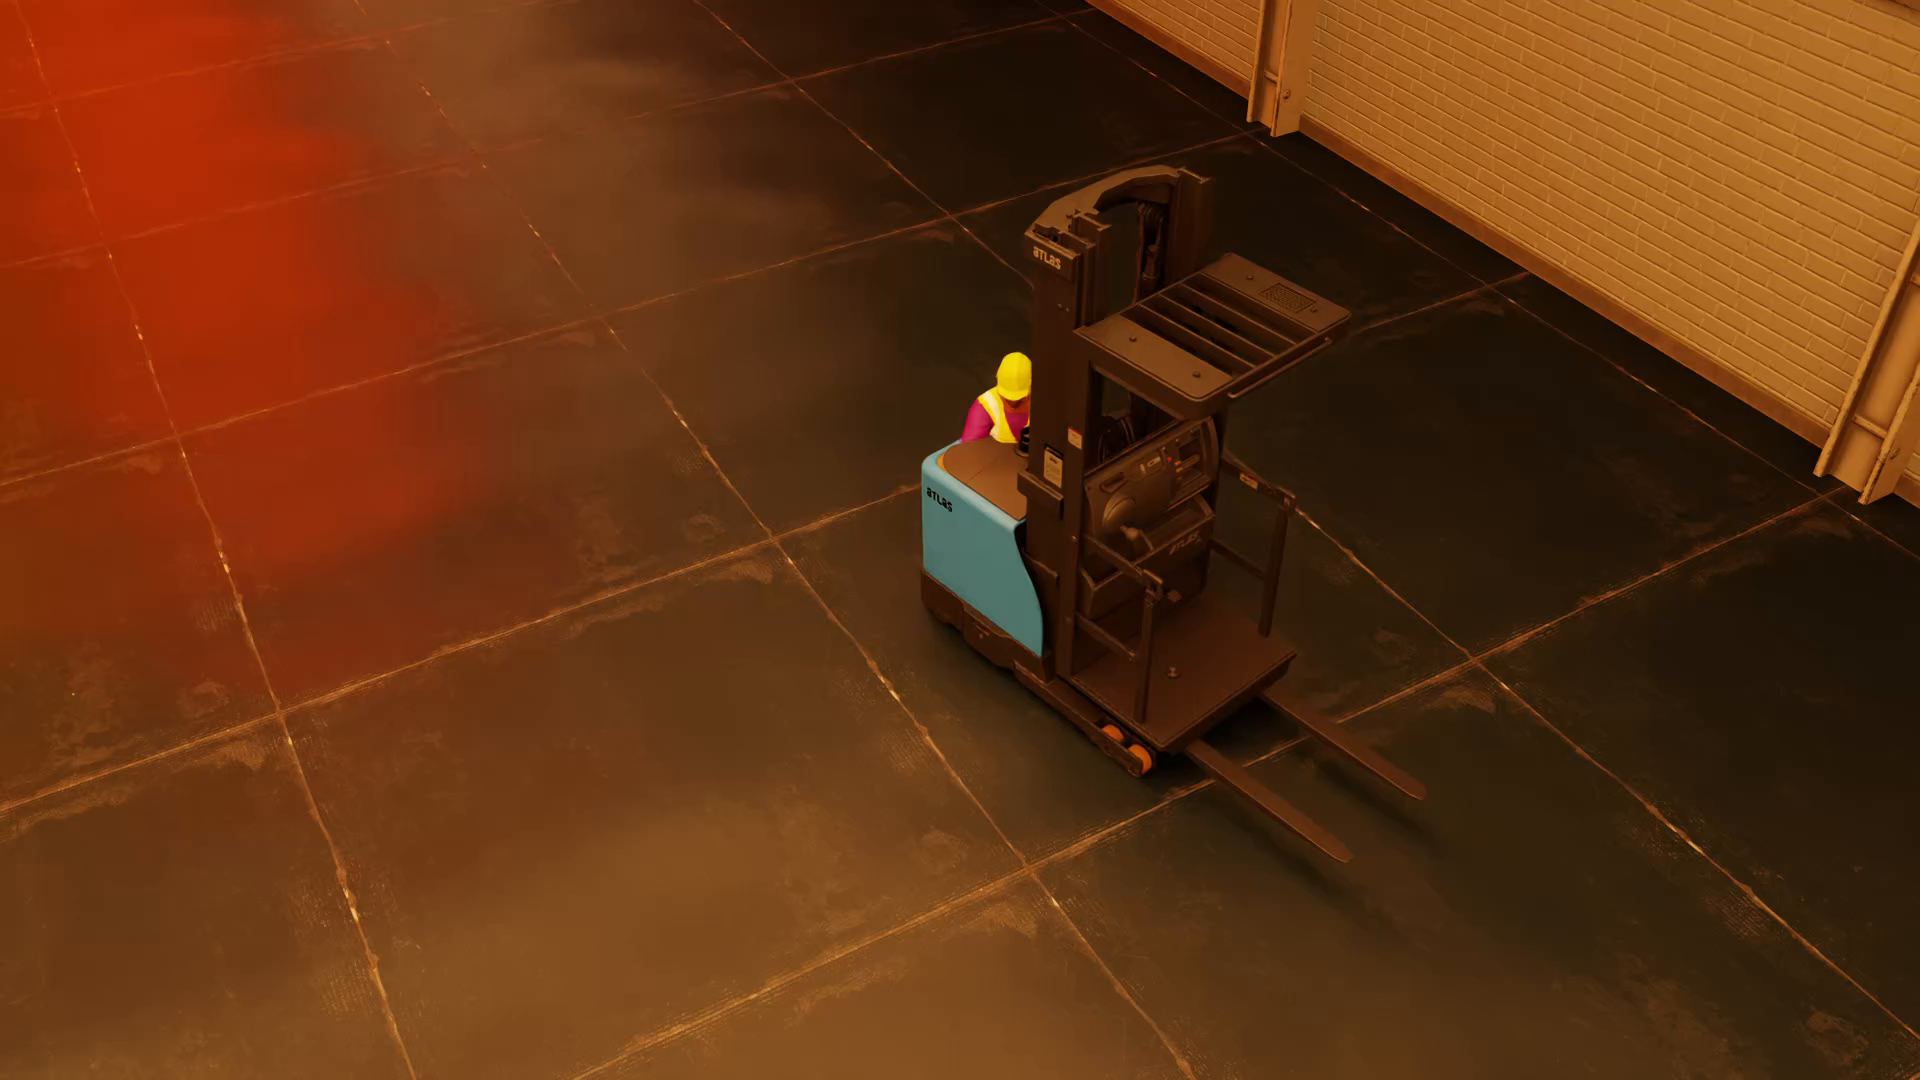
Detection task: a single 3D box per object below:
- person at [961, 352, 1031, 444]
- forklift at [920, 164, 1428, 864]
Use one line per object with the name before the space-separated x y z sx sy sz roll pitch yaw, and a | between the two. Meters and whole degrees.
person | 0.363 -0.295 9.424 0.893 1.636 0.664 4 40 5
forklift | 1.123 -0.248 8.335 1.130 2.935 3.031 -30 48 -31
